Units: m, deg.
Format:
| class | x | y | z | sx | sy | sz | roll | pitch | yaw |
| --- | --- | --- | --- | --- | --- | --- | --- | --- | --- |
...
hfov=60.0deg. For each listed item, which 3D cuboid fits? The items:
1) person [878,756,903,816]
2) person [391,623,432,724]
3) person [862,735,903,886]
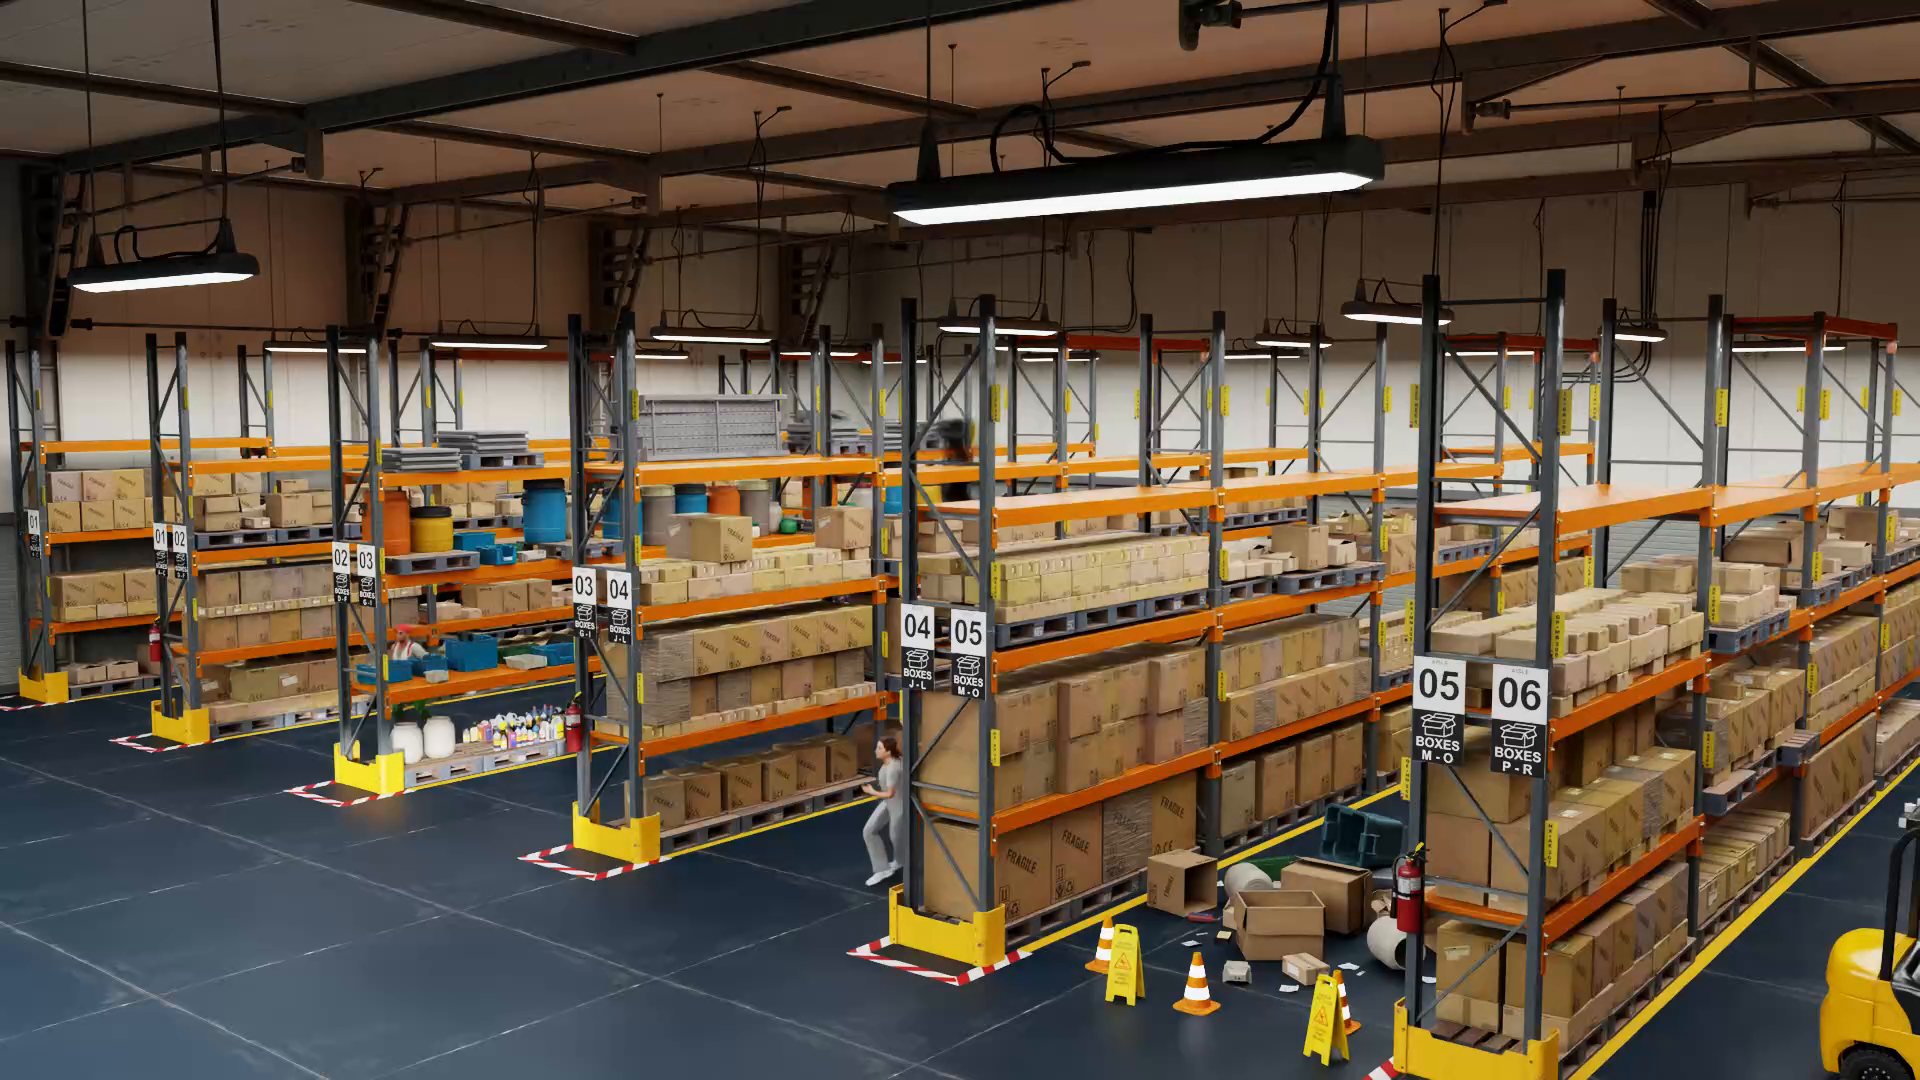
| class | x | y | z | sx | sy | sz | roll | pitch | yaw |
| --- | --- | --- | --- | --- | --- | --- | --- | --- | --- |
| person | -0.286 | 1.950 | 27.109 | 6.153 | 1.615 | 19.567 | 2 | 5 | 18 |
| person | -4.057 | 1.547 | 30.447 | 3.845 | 1.839 | 15.329 | 2 | 5 | 20 |
| person | -0.715 | 2.789 | 17.397 | 0.683 | 1.585 | 0.726 | -3 | 6 | -26 |
